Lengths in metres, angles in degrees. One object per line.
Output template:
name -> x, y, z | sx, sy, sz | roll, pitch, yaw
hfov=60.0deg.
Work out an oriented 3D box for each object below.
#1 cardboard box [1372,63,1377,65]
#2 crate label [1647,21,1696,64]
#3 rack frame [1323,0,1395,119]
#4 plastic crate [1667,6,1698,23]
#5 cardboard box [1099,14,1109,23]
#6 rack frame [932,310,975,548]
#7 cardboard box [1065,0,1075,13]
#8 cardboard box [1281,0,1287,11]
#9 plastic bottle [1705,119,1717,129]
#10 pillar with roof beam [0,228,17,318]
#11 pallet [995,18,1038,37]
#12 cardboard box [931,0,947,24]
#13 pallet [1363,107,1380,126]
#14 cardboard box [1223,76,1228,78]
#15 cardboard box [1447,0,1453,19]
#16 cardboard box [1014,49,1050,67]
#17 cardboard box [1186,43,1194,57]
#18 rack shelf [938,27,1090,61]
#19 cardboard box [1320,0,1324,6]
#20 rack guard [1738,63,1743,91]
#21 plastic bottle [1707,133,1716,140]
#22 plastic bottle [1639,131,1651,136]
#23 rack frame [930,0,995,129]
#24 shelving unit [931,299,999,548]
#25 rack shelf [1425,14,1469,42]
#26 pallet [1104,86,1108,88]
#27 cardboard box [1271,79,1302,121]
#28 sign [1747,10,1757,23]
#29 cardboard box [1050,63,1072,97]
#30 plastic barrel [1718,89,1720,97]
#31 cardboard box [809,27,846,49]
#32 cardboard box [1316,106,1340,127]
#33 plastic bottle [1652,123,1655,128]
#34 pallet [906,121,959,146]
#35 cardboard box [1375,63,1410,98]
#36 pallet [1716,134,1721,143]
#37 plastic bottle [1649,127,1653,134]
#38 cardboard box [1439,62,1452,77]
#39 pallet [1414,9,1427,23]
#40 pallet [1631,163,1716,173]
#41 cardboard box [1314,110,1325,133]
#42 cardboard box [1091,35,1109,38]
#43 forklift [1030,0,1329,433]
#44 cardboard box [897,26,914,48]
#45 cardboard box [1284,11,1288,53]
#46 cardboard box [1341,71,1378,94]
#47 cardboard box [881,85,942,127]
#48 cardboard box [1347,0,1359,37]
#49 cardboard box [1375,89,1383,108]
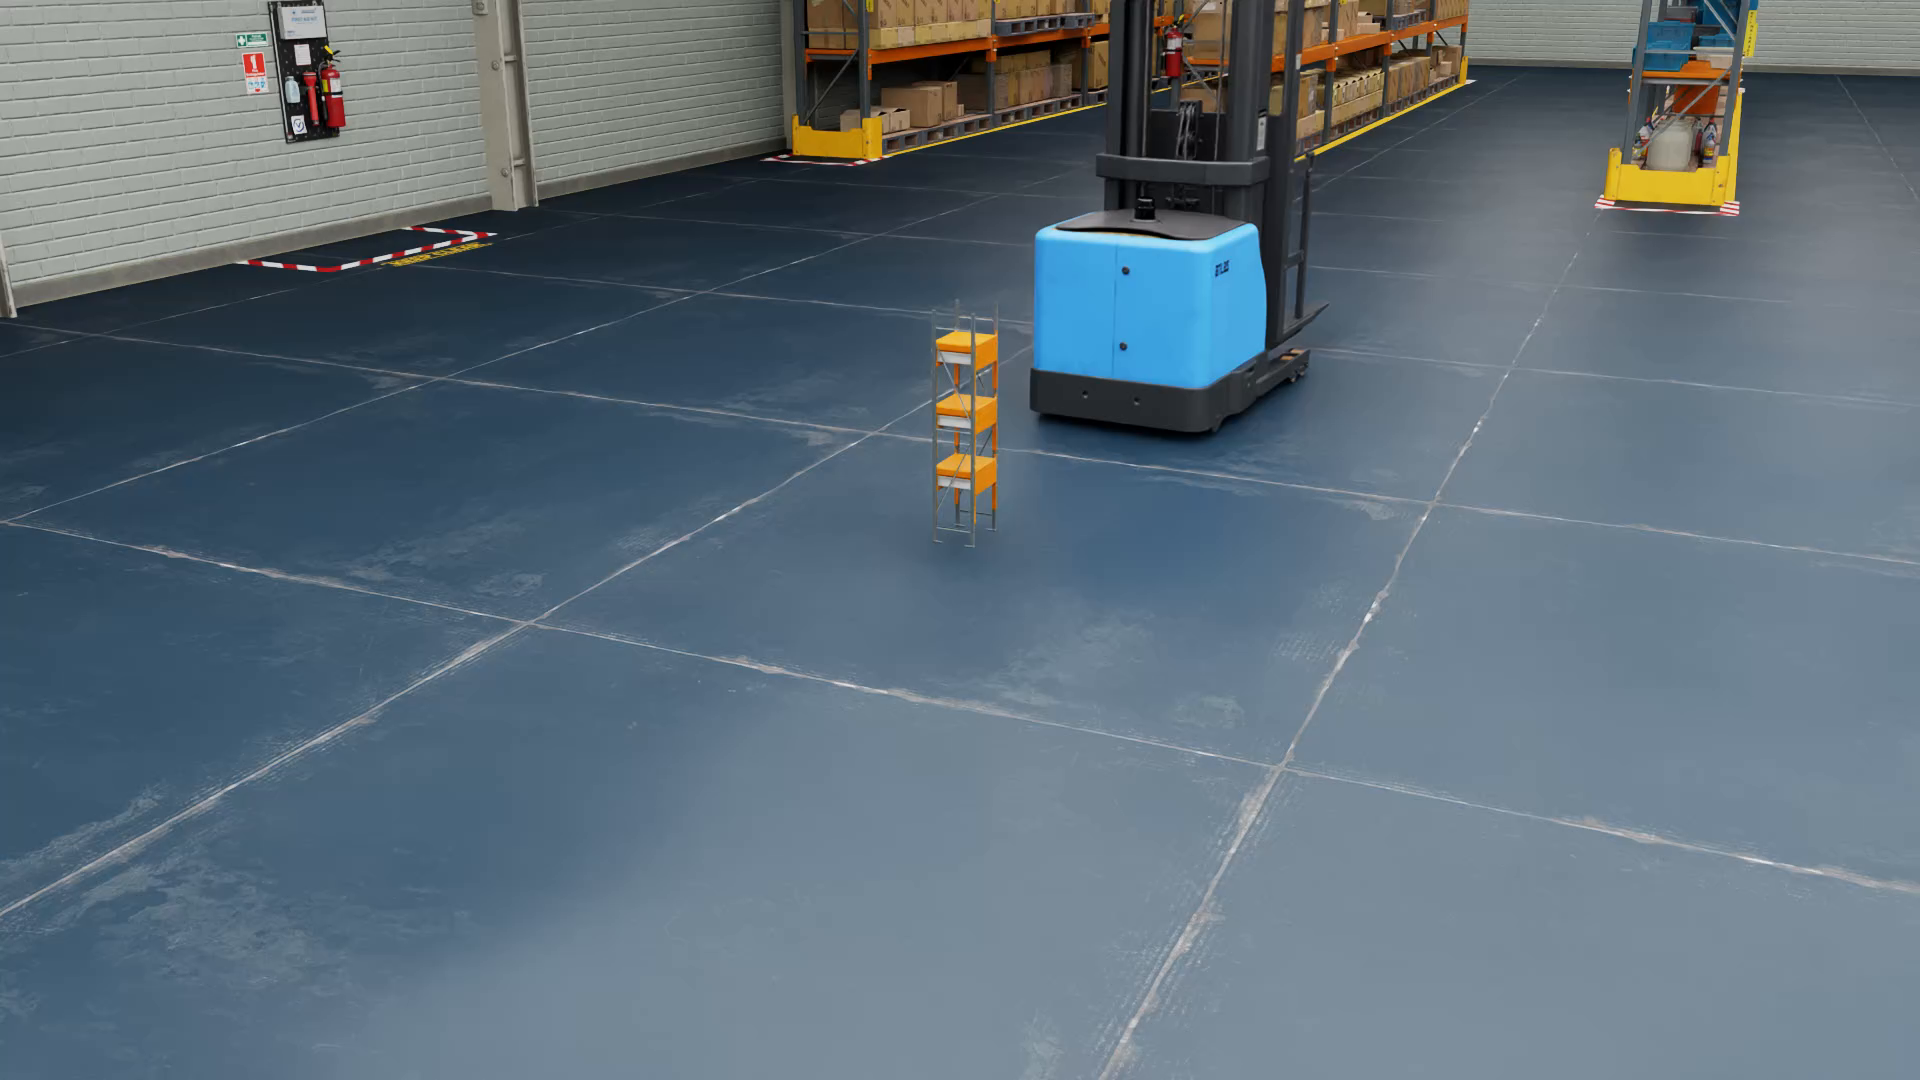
cardboard box -> 6.570, -7.597, 27.428 | 0.500, 0.500, 0.500 | 8, 21, 21
crate label -> 7.938, -5.581, 18.634 | 0.502, 0.435, 0.616 | 9, 21, 23
rack frame -> 6.189, -8.091, 25.744 | 1.000, 3.000, 0.127 | 9, 21, 23
plastic crate -> 9.766, -6.989, 22.548 | 0.402, 0.464, 0.583 | 9, 21, 23
cardboard box -> 2.312, -8.875, 28.293 | 0.380, 0.149, 0.250 | 9, 22, 24
rack frame -> -0.028, -0.474, 7.234 | 0.200, 1.050, 0.008 | 9, 21, 23
cardboard box -> 1.485, -8.879, 27.154 | 0.700, 0.500, 0.500 | 6, 20, 16
cardboard box -> 3.692, -6.405, 19.884 | 0.380, 0.149, 0.250 | 8, 21, 21
plastic bottle -> 9.068, -4.911, 20.097 | 0.144, 0.351, 0.185 | 8, 21, 21
pillar with roof beam -> -3.096, -5.225, 8.730 | 9.100, 9.000, 0.400 | 9, 21, 23
pallet -> 0.476, -7.670, 24.847 | 1.003, 0.211, 1.213 | 9, 21, 23
cardboard box -> -0.509, -7.187, 22.277 | 0.500, 0.500, 0.500 | 9, 22, 24
pallet -> 5.817, -6.531, 25.519 | 1.003, 0.211, 1.213 | 9, 21, 23
cardboard box -> 3.666, -5.720, 21.433 | 0.500, 0.500, 0.500 | 9, 21, 23
cardboard box -> 8.698, -9.789, 30.369 | 0.500, 0.500, 0.500 | 8, 21, 22
cardboard box -> 1.131, -7.760, 26.767 | 0.500, 0.250, 0.500 | 9, 21, 24
cardboard box -> 4.339, -9.701, 33.374 | 0.700, 0.500, 0.500 | 8, 21, 21
rack shelf -> 0.849, -7.820, 26.053 | 1.077, 0.370, 4.000 | 9, 21, 23
cardboard box -> 4.532, -7.033, 21.652 | 0.380, 0.149, 0.250 | 8, 21, 22
rack guard -> 13.981, -8.687, 31.151 | 1.175, 0.500, 0.348 | 9, 21, 23
plastic bottle -> 8.722, -4.596, 19.330 | 0.097, 0.271, 0.097 | 0, 20, 0
plastic bottle -> 7.968, -4.626, 19.409 | 0.152, 0.276, 0.135 | 8, 21, 21
rack frame -> 0.030, -7.547, 24.214 | 1.000, 3.000, 0.127 | 9, 21, 23
shelving unit -> 0.022, -0.511, 7.339 | 0.215, 1.050, 0.252 | 9, 21, 23
rack shelf -> 8.646, -9.587, 31.022 | 1.077, 0.370, 4.000 | 9, 21, 23
pallet -> 2.561, -8.058, 29.813 | 1.003, 0.211, 1.213 | 9, 21, 23
cardboard box -> 3.953, -5.493, 20.796 | 0.500, 0.500, 0.500 | 9, 21, 23
sign -> 9.566, -6.239, 20.123 | 0.100, 0.325, 0.005 | 9, 21, 23
cardboard box -> 1.421, -7.572, 27.358 | 0.700, 0.500, 0.500 | 9, 21, 23
plastic barrel -> 11.816, -7.462, 26.479 | 0.600, 0.901, 0.708 | 9, 21, 23
cardboard box -> -1.593, -6.433, 21.274 | 0.500, 0.250, 0.500 | 9, 21, 23
cardboard box -> 4.942, -5.860, 22.947 | 0.500, 0.250, 0.500 | 8, 21, 21
plastic bottle -> 8.431, -4.972, 20.381 | 0.152, 0.276, 0.135 | 9, 22, 25
pallet -> -0.711, -5.649, 23.038 | 1.003, 0.211, 1.213 | 9, 21, 23
cardboard box -> 7.056, -7.534, 27.251 | 0.500, 0.500, 0.500 | 8, 21, 22
pallet -> 9.355, -5.119, 21.549 | 1.003, 0.211, 1.213 | 9, 21, 23
plastic bottle -> 8.256, -4.812, 19.938 | 0.097, 0.271, 0.097 | 0, 20, 0
cardboard box -> 9.051, -8.962, 31.640 | 0.500, 0.250, 0.500 | 9, 21, 23
pallet -> 7.400, -8.994, 28.570 | 1.003, 0.211, 1.213 | 9, 21, 23
pallet -> 7.757, -3.928, 18.200 | 1.003, 0.211, 1.213 | 9, 21, 23
cardboard box -> 4.561, -5.599, 22.213 | 0.500, 0.250, 0.500 | 9, 21, 23
cardboard box -> 2.798, -8.689, 30.006 | 0.750, 0.750, 0.750 | 9, 22, 24
forklift -> 1.524, -2.405, 9.856 | 1.130, 2.935, 3.031 | 10, 22, 26
cardboard box -> -0.918, -6.529, 21.546 | 0.500, 0.250, 0.500 | 8, 21, 21
cardboard box -> 3.748, -6.307, 20.579 | 0.700, 0.500, 0.500 | 9, 22, 24
cardboard box -> 5.993, -6.904, 25.046 | 0.500, 0.311, 0.500 | 8, 21, 22
cardboard box -> -0.663, -5.945, 22.782 | 0.700, 0.500, 0.500 | 7, 21, 19
cardboard box -> 5.517, -7.623, 24.279 | 0.500, 0.500, 0.500 | 7, 21, 20
cardboard box -> 6.196, -6.799, 25.588 | 0.500, 0.250, 0.500 | 9, 22, 24
